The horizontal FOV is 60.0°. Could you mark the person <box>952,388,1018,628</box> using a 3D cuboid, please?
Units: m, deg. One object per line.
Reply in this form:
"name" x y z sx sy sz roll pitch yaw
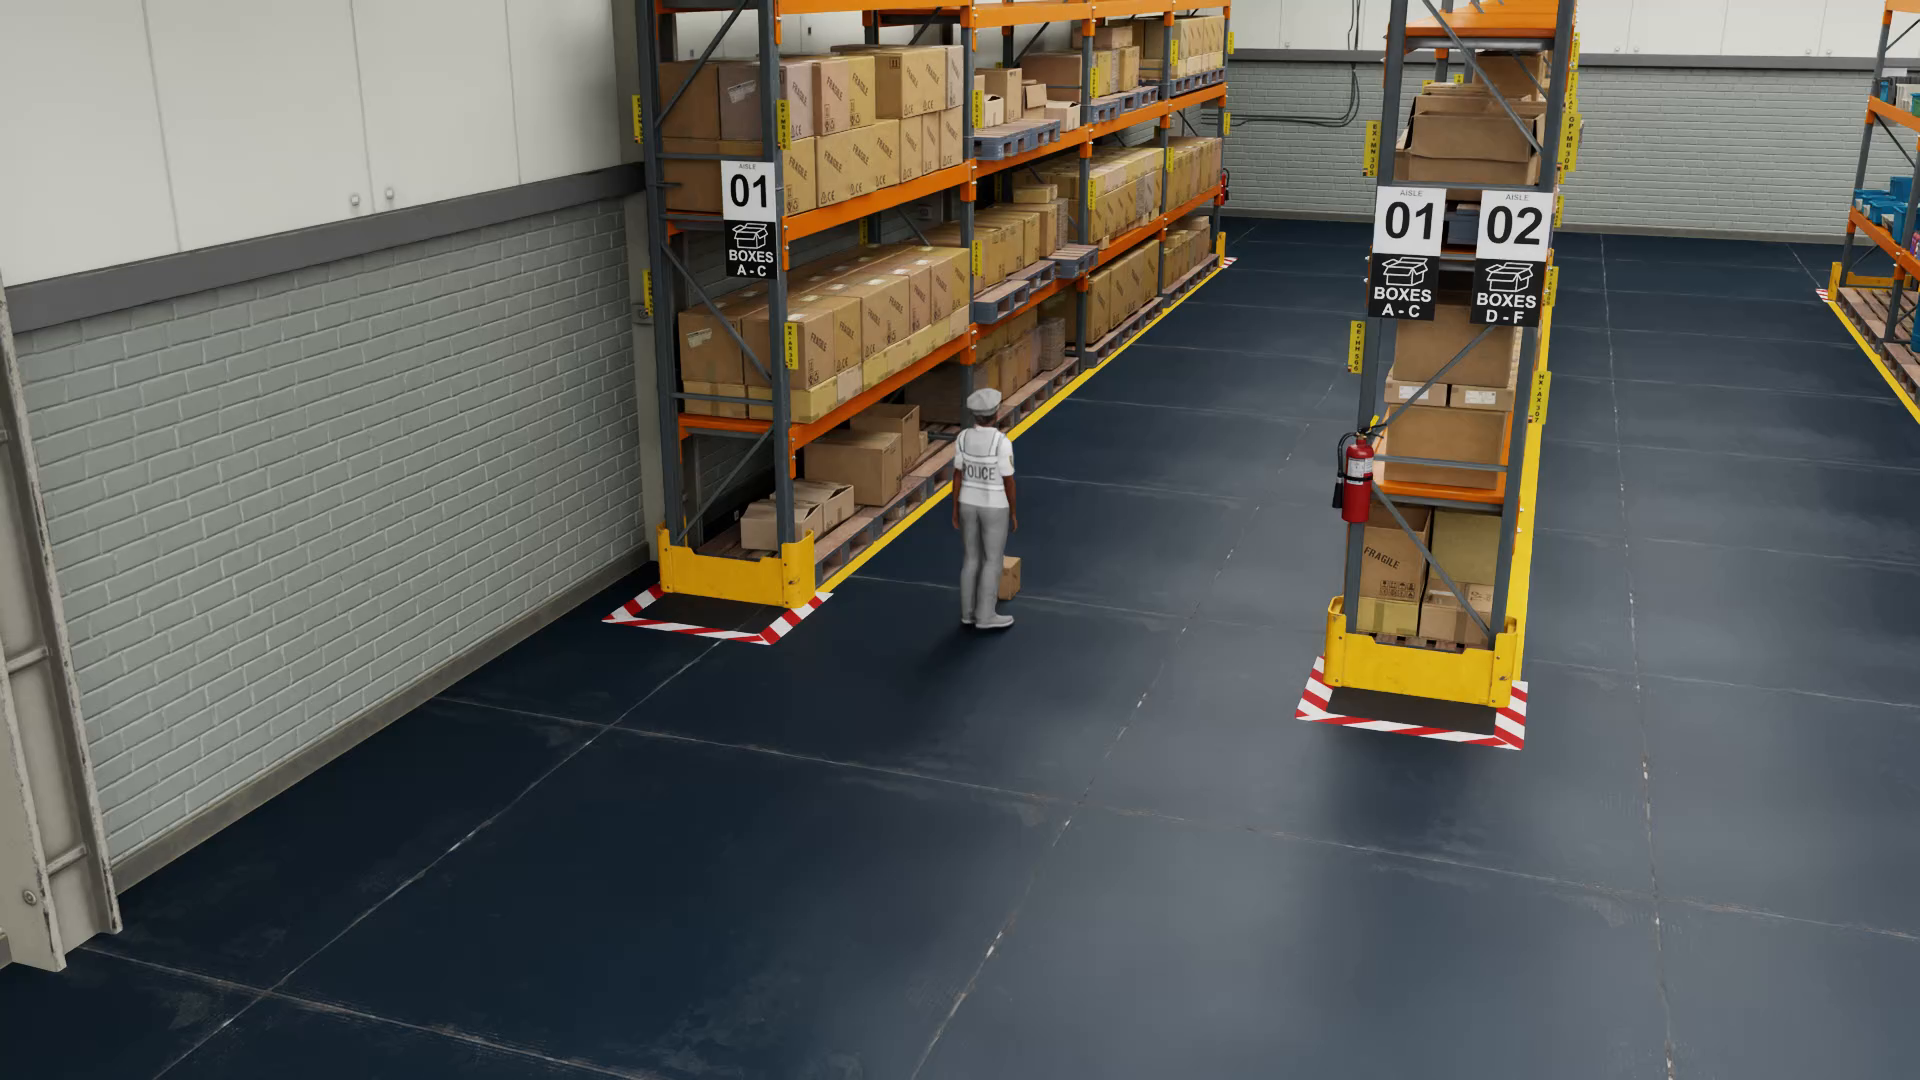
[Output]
"person" 0.170 -0.220 11.610 0.475 1.685 0.368 10 21 27
